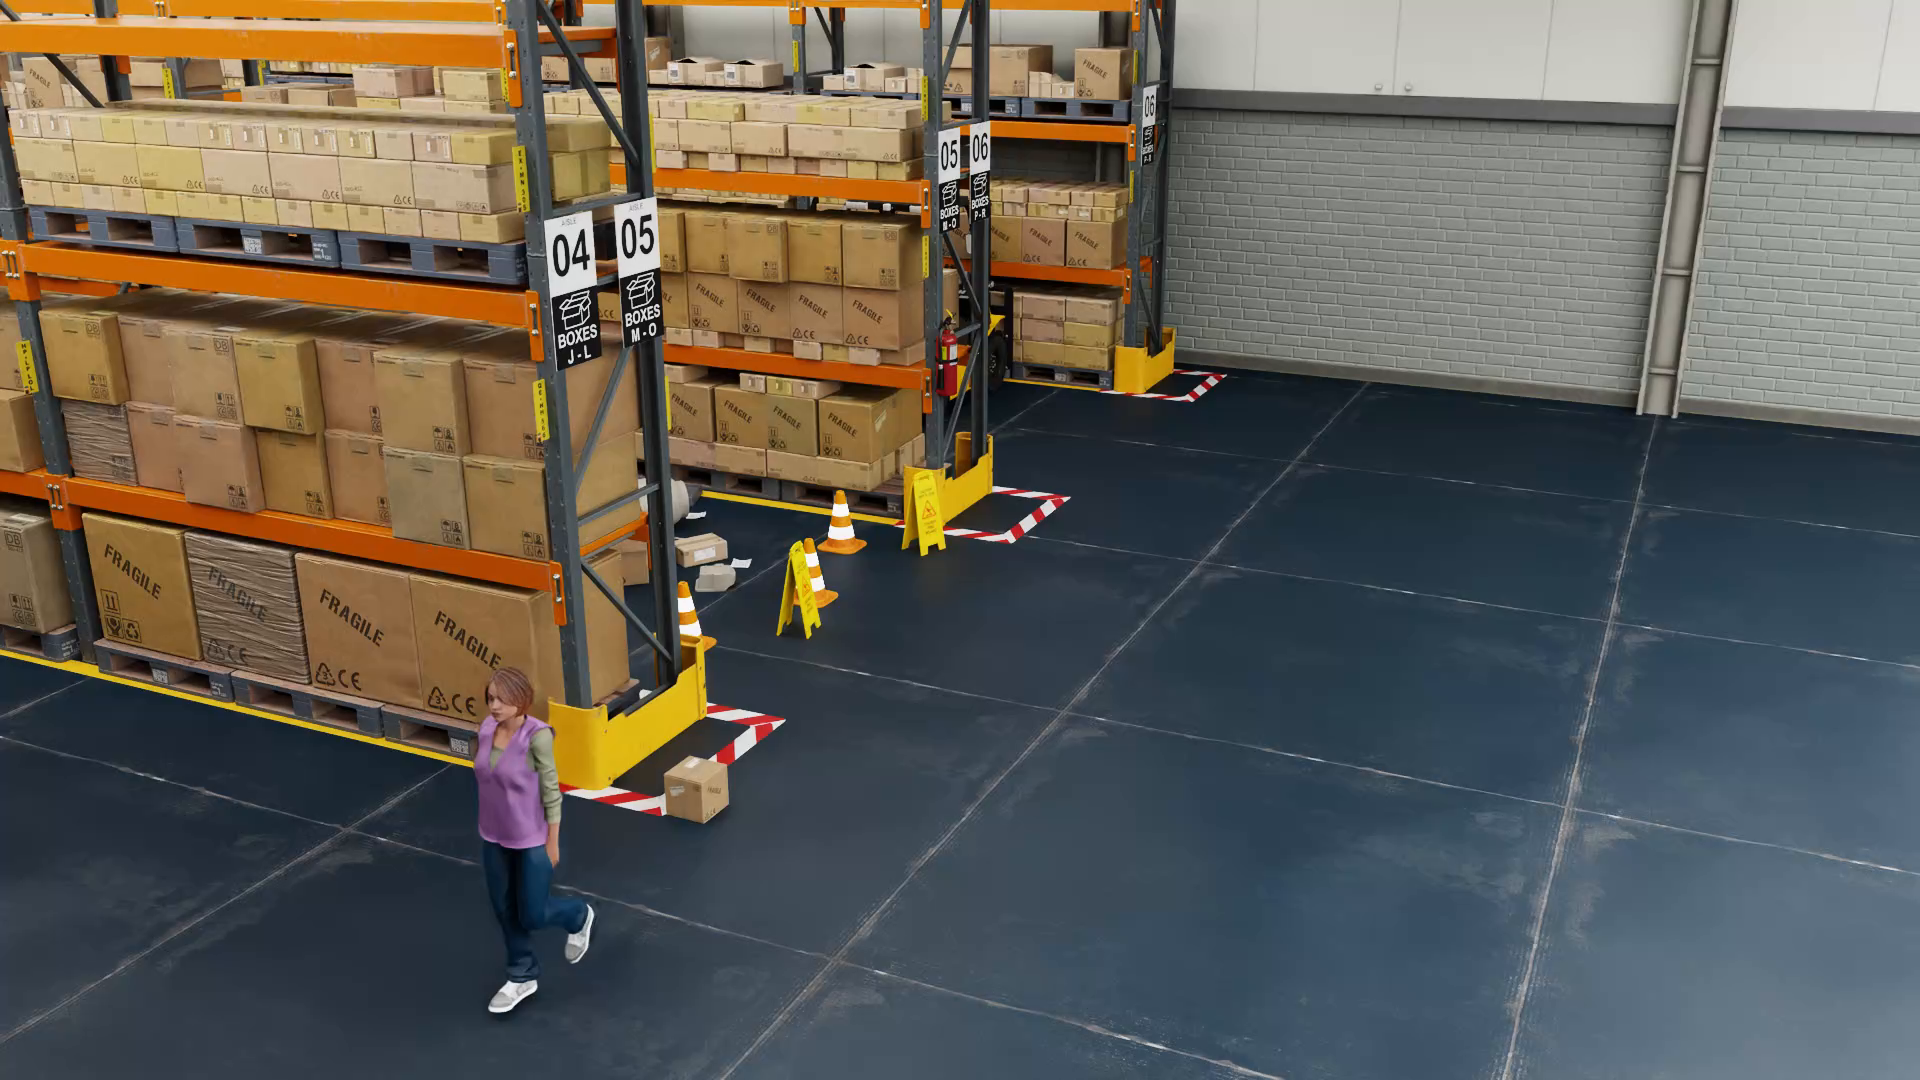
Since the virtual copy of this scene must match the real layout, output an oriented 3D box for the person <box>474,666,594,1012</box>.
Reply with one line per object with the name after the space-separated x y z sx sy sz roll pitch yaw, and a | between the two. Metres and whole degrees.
-1.907 1.291 7.345 0.417 1.584 0.572 9 21 25 | person
